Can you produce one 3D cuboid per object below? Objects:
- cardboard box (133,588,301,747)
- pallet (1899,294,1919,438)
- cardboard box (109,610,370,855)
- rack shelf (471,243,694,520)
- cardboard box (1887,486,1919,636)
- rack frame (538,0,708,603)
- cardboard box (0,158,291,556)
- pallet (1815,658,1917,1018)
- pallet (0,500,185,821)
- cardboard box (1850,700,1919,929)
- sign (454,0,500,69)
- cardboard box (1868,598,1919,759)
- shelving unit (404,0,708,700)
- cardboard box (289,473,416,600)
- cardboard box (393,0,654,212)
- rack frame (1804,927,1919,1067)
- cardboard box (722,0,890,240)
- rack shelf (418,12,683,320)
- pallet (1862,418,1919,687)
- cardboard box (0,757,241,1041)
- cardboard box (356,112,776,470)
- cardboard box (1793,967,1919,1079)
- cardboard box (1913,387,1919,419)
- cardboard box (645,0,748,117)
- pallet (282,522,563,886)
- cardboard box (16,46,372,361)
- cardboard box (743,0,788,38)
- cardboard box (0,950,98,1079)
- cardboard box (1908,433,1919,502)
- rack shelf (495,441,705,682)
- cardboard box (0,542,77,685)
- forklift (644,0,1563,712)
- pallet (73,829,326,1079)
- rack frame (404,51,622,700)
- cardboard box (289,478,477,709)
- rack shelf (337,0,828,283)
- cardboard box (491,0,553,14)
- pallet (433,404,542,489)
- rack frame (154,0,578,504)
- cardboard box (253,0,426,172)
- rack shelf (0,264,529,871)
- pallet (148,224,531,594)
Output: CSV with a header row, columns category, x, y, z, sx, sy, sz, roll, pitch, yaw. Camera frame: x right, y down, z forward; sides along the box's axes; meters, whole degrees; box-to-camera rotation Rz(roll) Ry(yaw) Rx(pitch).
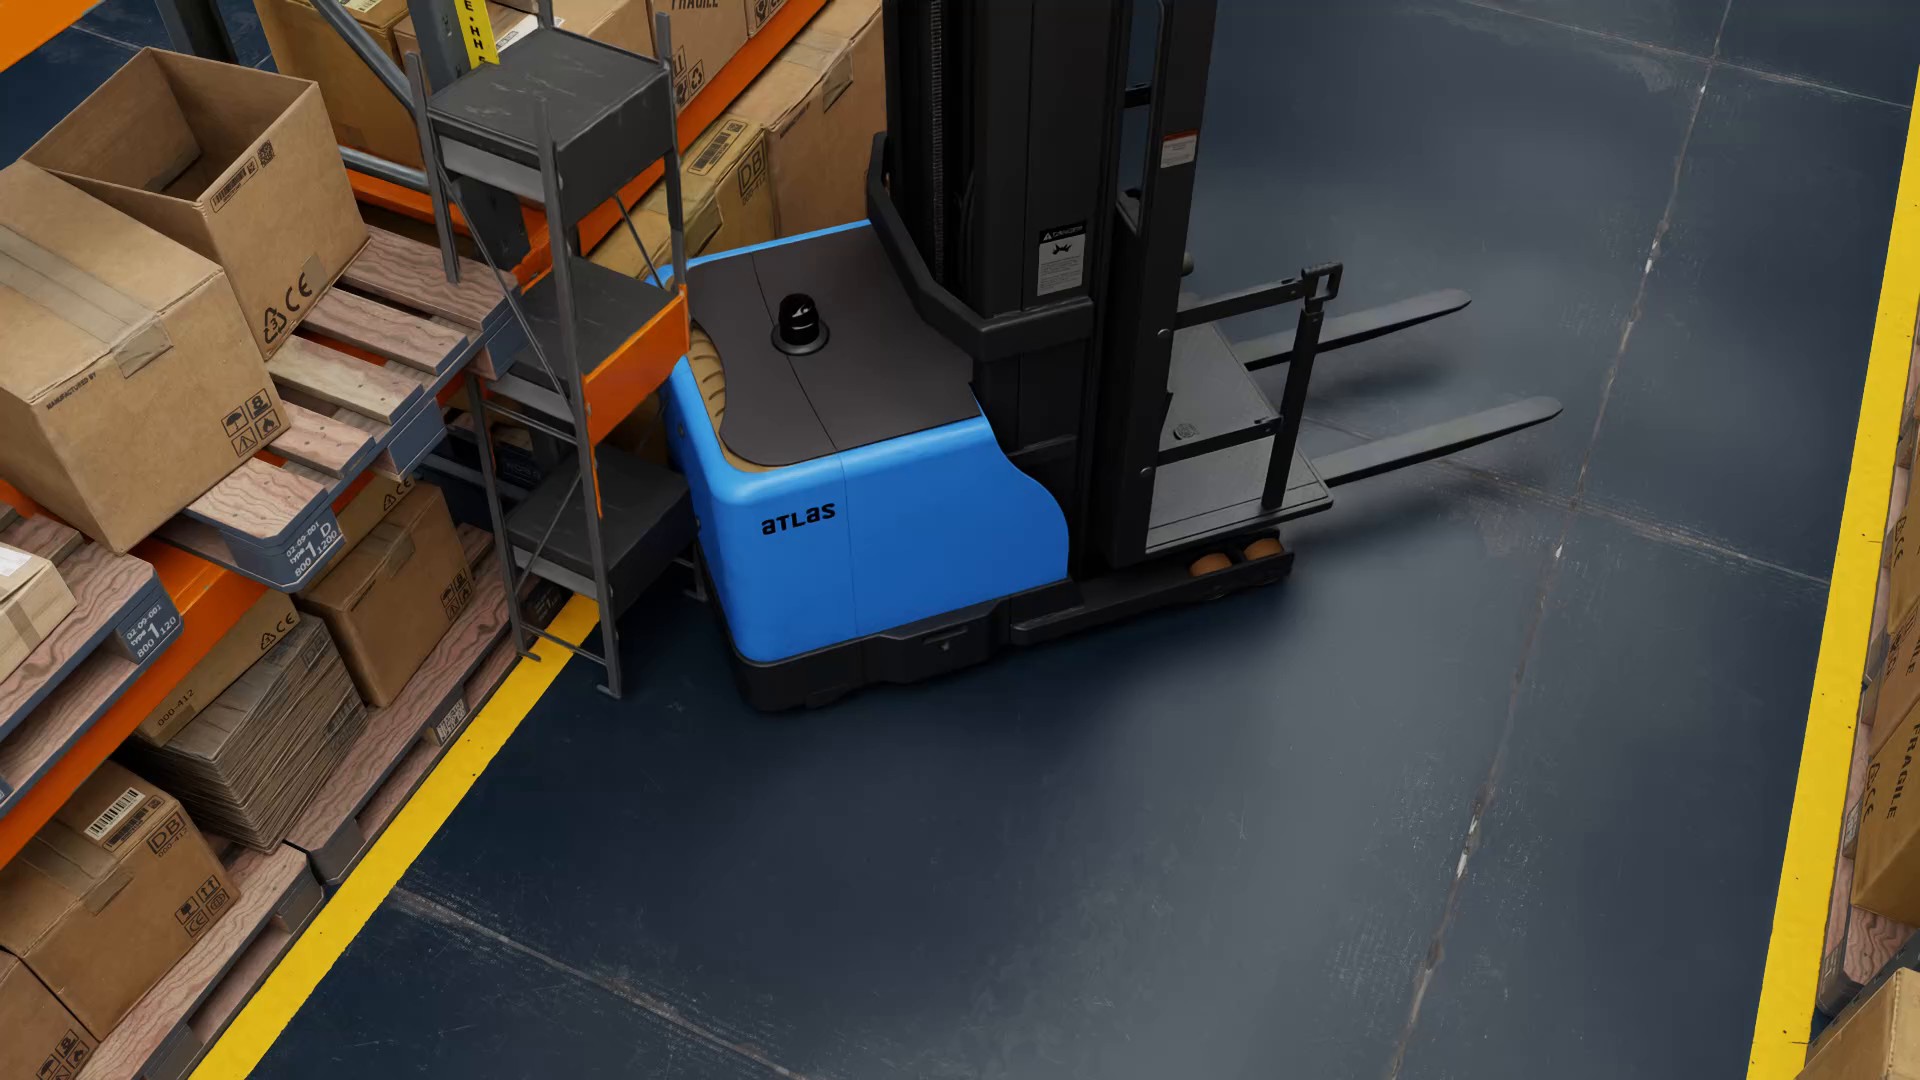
category,x,y,z,sx,sy,sz,roll,pitch,yaw
cardboard box,-2.167,0.205,4.466,0.500,0.250,0.500,25,54,20
pallet,4.129,-0.690,6.198,1.003,0.211,1.213,20,52,16
cardboard box,-2.184,0.462,4.739,0.700,0.500,0.500,16,51,13
rack shelf,-1.072,-0.459,4.737,0.431,0.518,0.480,22,47,17
cardboard box,3.233,0.034,5.117,0.500,0.500,0.500,18,52,14
rack frame,-0.960,-0.615,4.887,0.400,2.100,0.015,22,47,17
cardboard box,-2.033,-0.426,3.801,0.700,0.500,0.500,27,55,21
pallet,3.087,0.990,4.769,1.003,0.211,1.213,20,52,16
pallet,-2.499,0.380,3.583,1.003,0.211,1.213,20,52,16
cardboard box,2.796,0.760,4.499,0.500,0.500,0.500,20,52,16
sign,-1.195,-1.239,4.126,0.100,0.325,0.005,20,52,16
cardboard box,3.021,0.404,4.802,0.500,0.500,0.500,22,53,18
shelving unit,-1.071,-0.468,4.728,0.431,2.100,0.503,22,47,17
cardboard box,-1.949,-0.163,4.780,0.500,0.250,0.500,22,53,18
cardboard box,-1.236,-1.338,4.853,0.500,0.500,0.500,21,53,17
rack frame,2.751,0.624,3.249,1.000,3.000,0.127,20,52,16
cardboard box,-0.989,-1.586,6.250,1.225,0.875,0.875,20,52,16
rack shelf,-1.030,-0.958,4.249,0.431,0.518,0.480,22,47,17
pallet,3.609,0.153,5.481,1.003,0.211,1.213,20,52,16
cardboard box,-2.420,0.855,4.405,0.700,0.500,0.500,24,54,19
cardboard box,-1.376,-0.975,5.729,1.225,0.875,0.875,18,52,14
cardboard box,2.410,1.607,3.614,1.050,0.750,0.750,19,52,16
cardboard box,3.680,-0.669,5.715,0.500,0.500,0.500,22,53,18
cardboard box,-1.018,-1.693,5.156,0.500,0.500,0.500,19,52,15
pallet,-2.025,0.382,5.286,1.003,0.211,1.213,20,52,16
cardboard box,-1.885,-0.843,4.156,0.500,0.500,0.500,14,51,12
cardboard box,-0.802,-2.047,5.457,0.500,0.500,0.500,19,52,15
cardboard box,-2.658,1.239,4.078,0.700,0.500,0.500,16,51,13
cardboard box,3.469,-0.304,5.404,0.500,0.500,0.500,21,53,17
rack shelf,-1.115,0.041,5.225,0.431,0.518,0.480,22,47,17
cardboard box,-2.158,0.085,3.521,0.396,0.266,0.258,18,52,15
forklift,0.588,-1.112,4.772,3.031,2.935,1.130,-15,51,-13
pallet,-2.548,1.219,4.574,1.003,0.211,1.213,20,52,16
rack frame,-1.183,-0.322,4.568,0.400,2.100,0.015,22,47,17
cardboard box,-1.958,0.076,5.068,0.700,0.500,0.500,17,52,14
rack shelf,-0.836,-2.203,6.127,1.077,0.370,4.000,20,52,16
cardboard box,-1.363,-1.915,4.685,0.797,0.503,0.637,21,53,17
pallet,-1.285,-0.674,6.185,1.003,0.211,1.213,20,52,16
rack frame,-1.690,-1.059,4.682,1.000,3.000,0.127,20,52,16
cardboard box,-1.703,-1.512,5.001,0.500,0.500,0.500,21,53,17
rack shelf,-2.544,0.551,3.784,1.077,0.370,4.000,20,52,16
pallet,-1.898,-0.471,4.308,1.213,0.211,1.003,20,52,16
